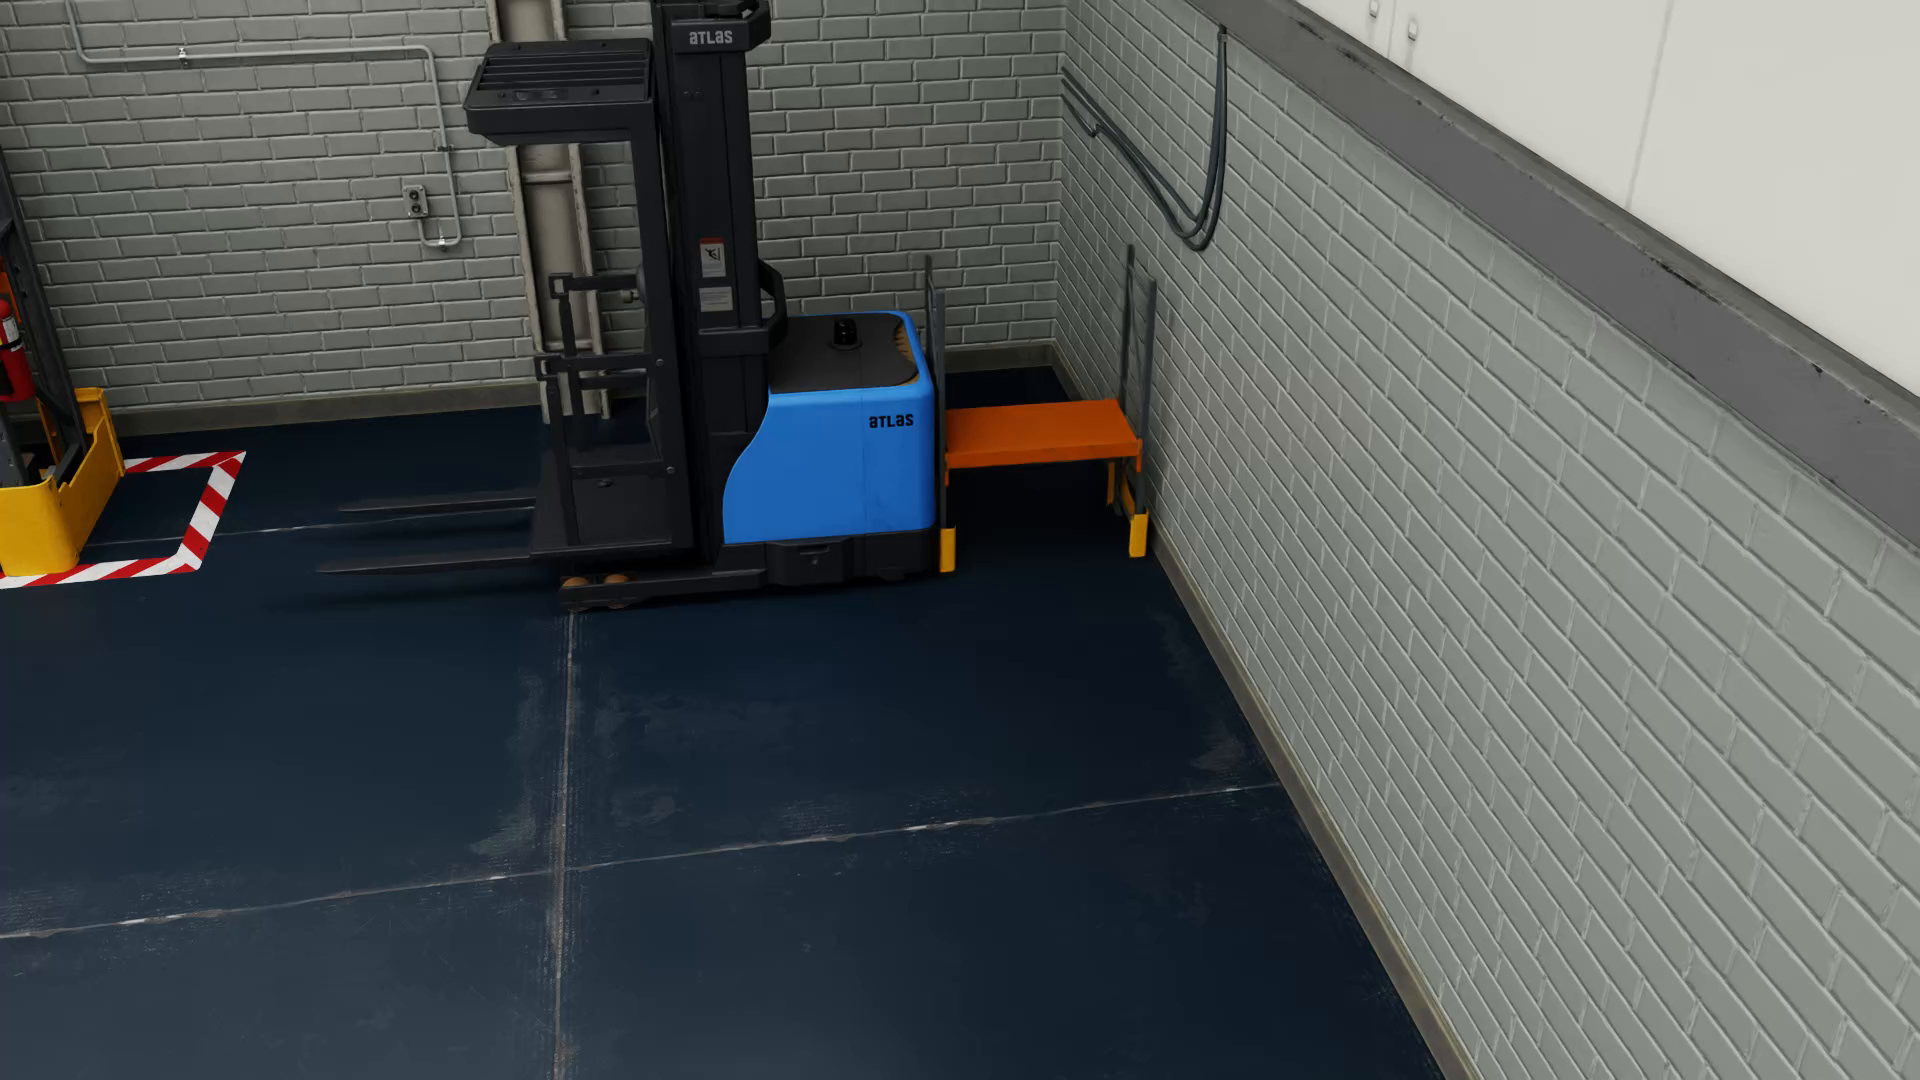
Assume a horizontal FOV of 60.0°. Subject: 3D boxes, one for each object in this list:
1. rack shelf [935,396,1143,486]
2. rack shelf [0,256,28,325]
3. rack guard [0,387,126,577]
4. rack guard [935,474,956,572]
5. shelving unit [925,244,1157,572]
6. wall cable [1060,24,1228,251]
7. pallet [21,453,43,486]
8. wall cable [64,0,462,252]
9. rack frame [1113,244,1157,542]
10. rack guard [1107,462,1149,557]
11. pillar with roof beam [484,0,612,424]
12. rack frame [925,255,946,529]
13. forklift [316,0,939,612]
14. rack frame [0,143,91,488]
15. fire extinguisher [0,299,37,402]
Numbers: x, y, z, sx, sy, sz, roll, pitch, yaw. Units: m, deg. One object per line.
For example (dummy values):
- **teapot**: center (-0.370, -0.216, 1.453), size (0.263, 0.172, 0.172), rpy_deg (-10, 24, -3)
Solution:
- **rack shelf**: center (0.381, -0.513, 8.497), size (1.000, 0.185, 0.538), rpy_deg (-4, 31, -7)
- **rack shelf**: center (-6.785, -0.911, 8.050), size (4.000, 0.370, 1.077), rpy_deg (-5, 31, -9)
- **rack guard**: center (-4.795, -0.329, 8.816), size (0.348, 0.500, 1.175), rpy_deg (-5, 31, -9)
- **rack guard**: center (-0.103, -0.093, 8.661), size (0.087, 0.250, 0.587), rpy_deg (-4, 31, -7)
- **shelving unit**: center (0.390, -0.668, 8.407), size (1.083, 1.500, 0.587), rpy_deg (-4, 31, -7)
- **wall cable**: center (0.810, -2.990, 8.020), size (0.112, 2.526, 3.097), rpy_deg (-5, 31, -9)
- **pallet**: center (-5.591, -0.090, 8.695), size (1.213, 0.211, 1.003), rpy_deg (-5, 31, -9)
- **wall cable**: center (-3.729, -2.430, 8.922), size (1.851, 1.984, 0.084), rpy_deg (-5, 31, -9)
- **rack frame**: center (0.884, -0.705, 8.470), size (0.032, 1.500, 0.500), rpy_deg (-4, 31, -7)
- **rack guard**: center (0.883, -0.166, 8.787), size (0.087, 0.250, 0.587), rpy_deg (-4, 31, -7)
- **pillar with roof beam**: center (-1.543, -2.521, 4.160), size (0.400, 9.000, 9.100), rpy_deg (-5, 31, -9)
- **rack frame**: center (-0.122, -0.630, 8.342), size (0.032, 1.500, 0.500), rpy_deg (-4, 31, -7)
- **forklift**: center (-1.670, -1.198, 7.896), size (3.031, 2.935, 1.130), rpy_deg (-4, 31, -7)
- **rack frame**: center (-4.818, -1.404, 8.178), size (0.127, 3.000, 1.000), rpy_deg (-5, 31, -9)
- **fire extinguisher**: center (-4.587, -0.993, 7.924), size (0.183, 0.674, 0.296), rpy_deg (-5, 31, -9)
